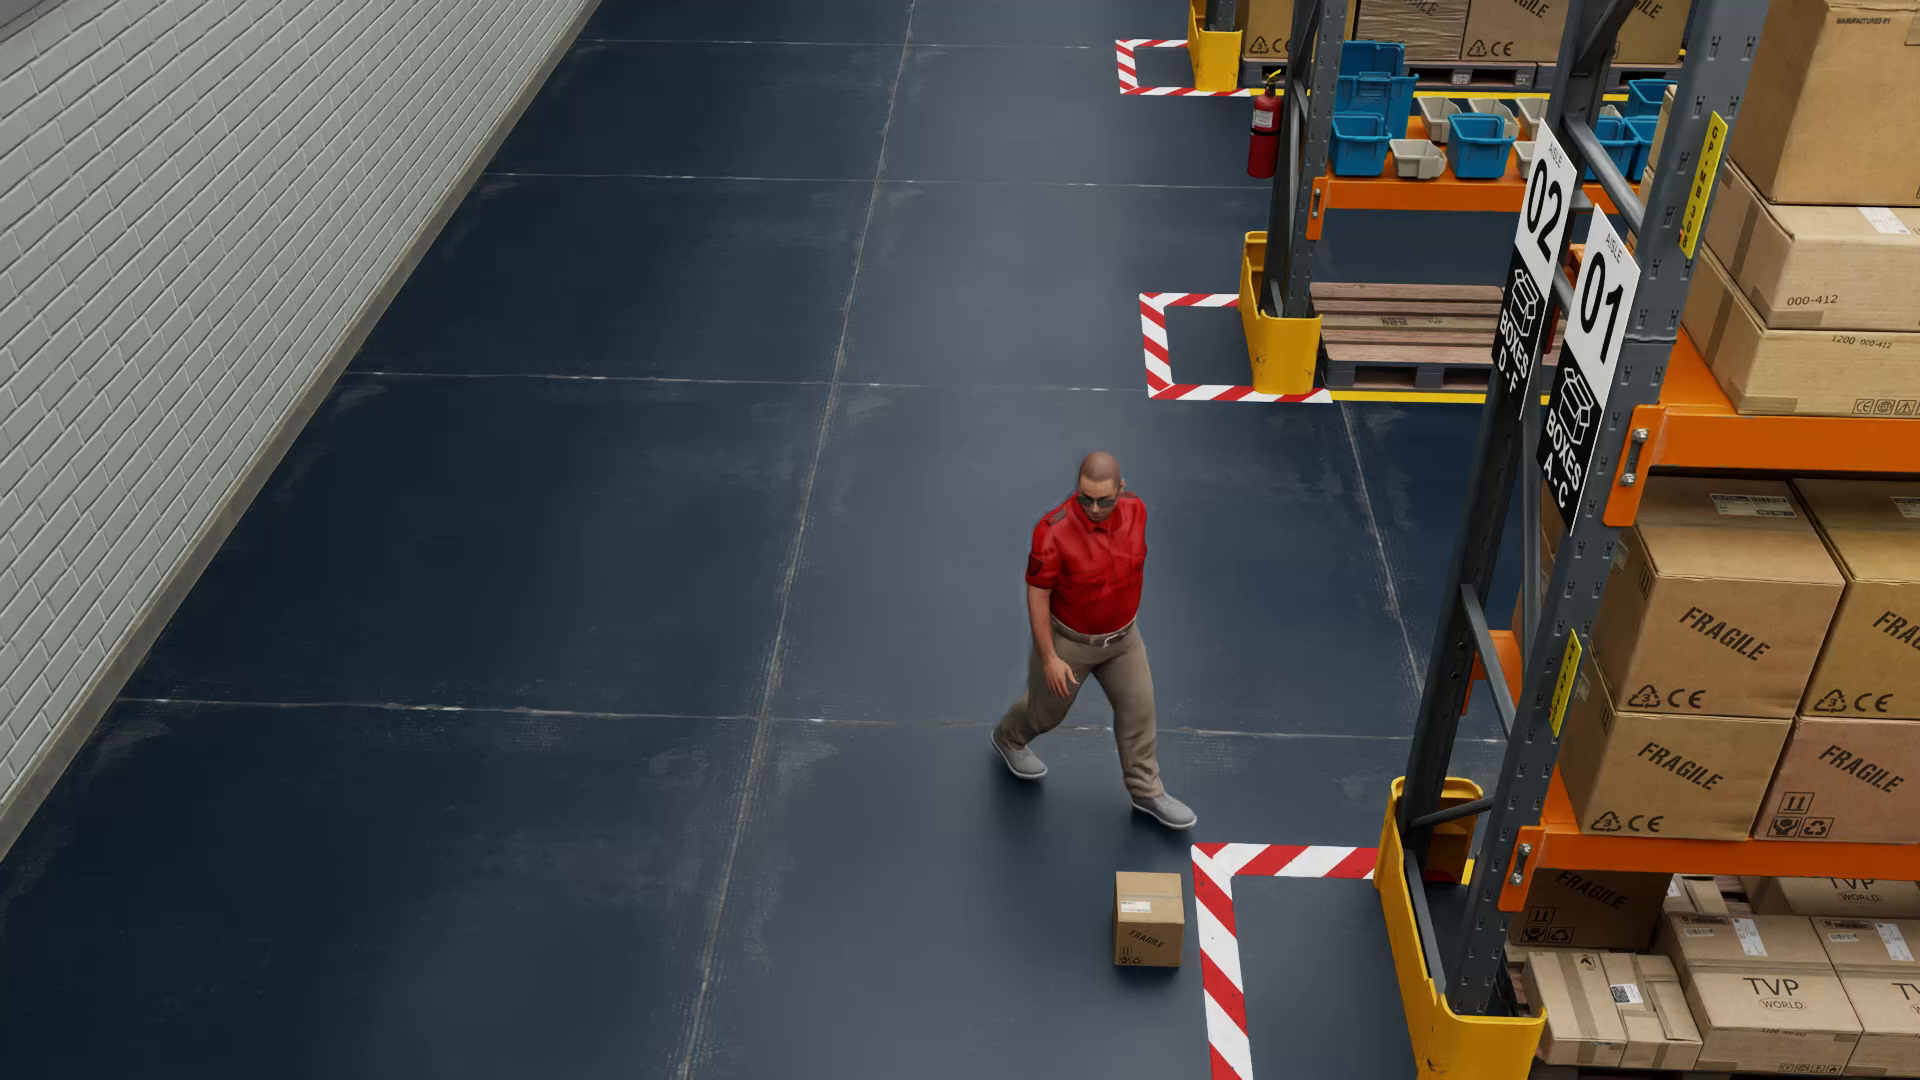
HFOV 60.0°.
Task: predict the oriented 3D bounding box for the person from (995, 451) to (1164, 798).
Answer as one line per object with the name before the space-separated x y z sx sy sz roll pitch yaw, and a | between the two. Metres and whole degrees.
person | 0.483 0.328 6.610 0.556 1.631 0.711 -20 40 -26
